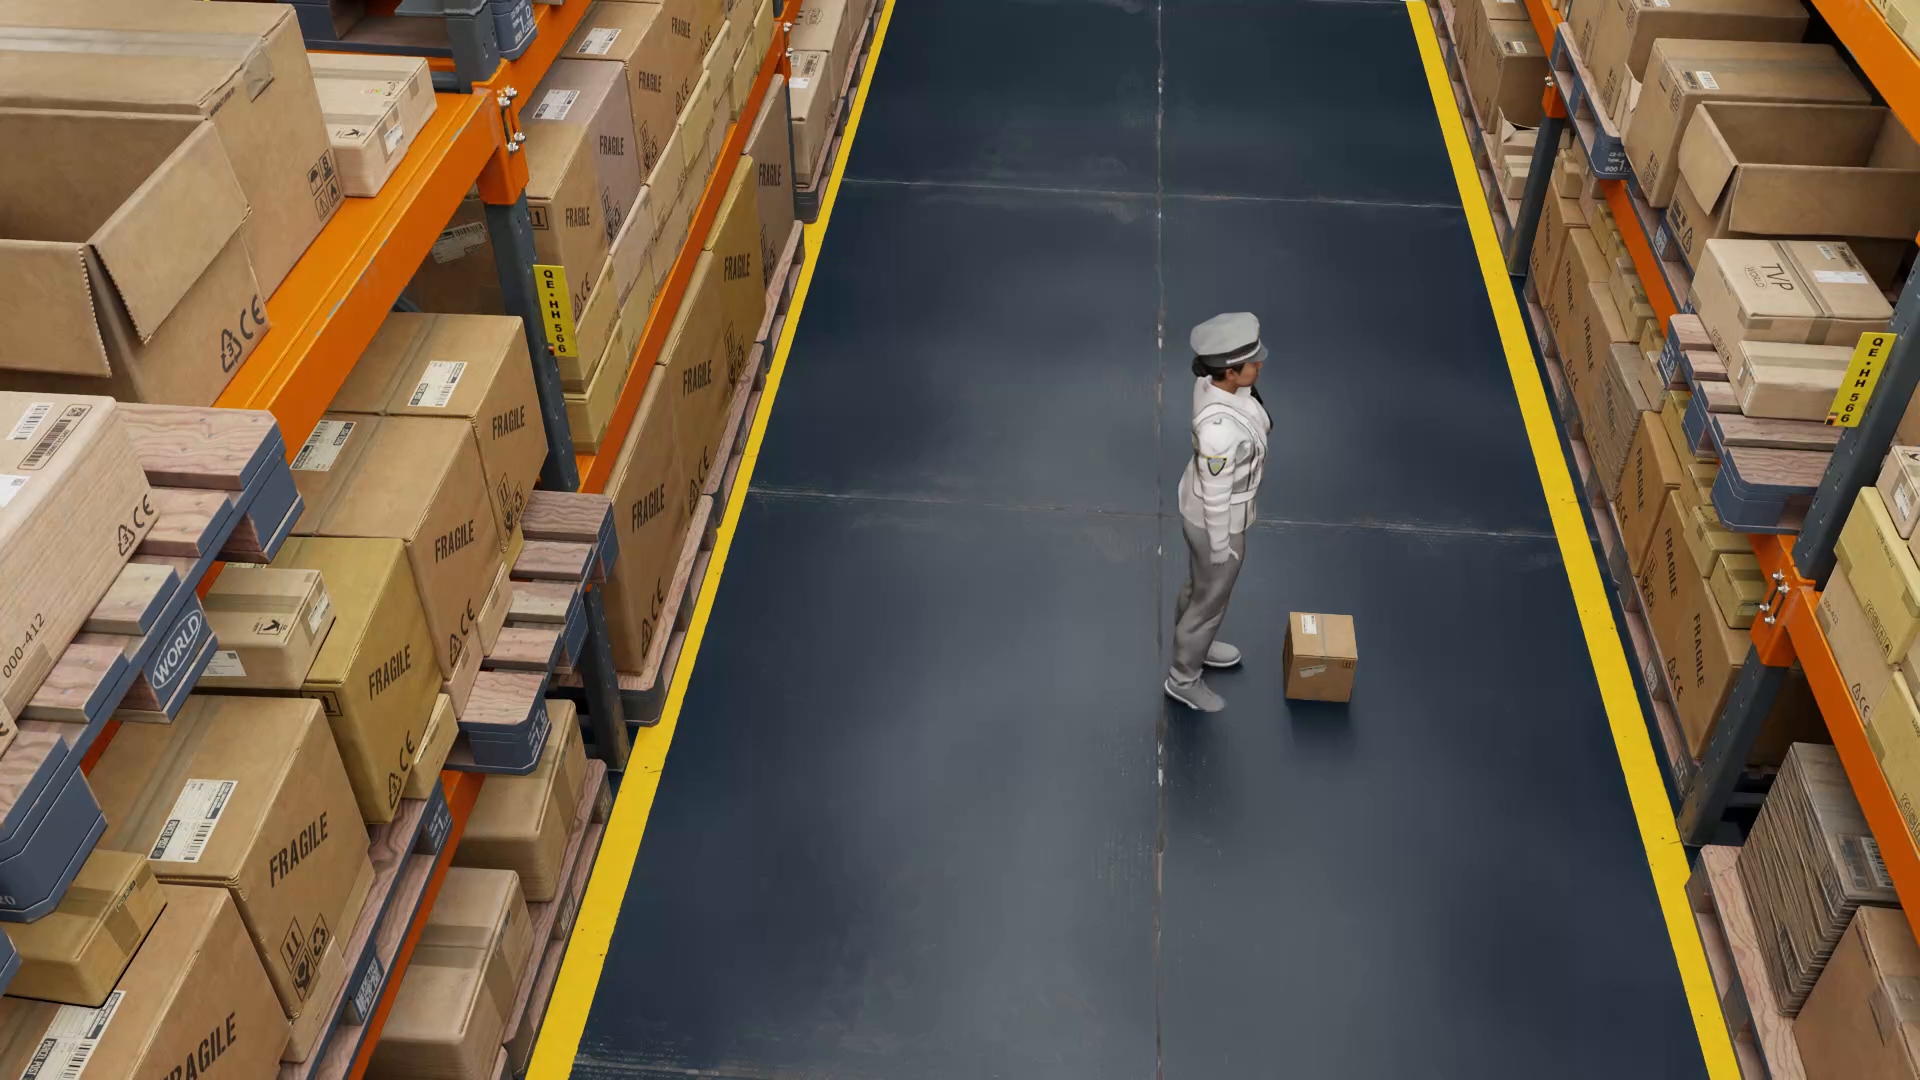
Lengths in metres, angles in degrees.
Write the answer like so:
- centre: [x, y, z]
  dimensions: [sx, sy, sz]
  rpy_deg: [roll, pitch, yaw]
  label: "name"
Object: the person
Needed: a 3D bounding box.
- centre: [0.972, -0.093, 6.283]
  dimensions: [0.348, 1.732, 0.475]
  rpy_deg: [4, 40, 5]
  label: "person"
